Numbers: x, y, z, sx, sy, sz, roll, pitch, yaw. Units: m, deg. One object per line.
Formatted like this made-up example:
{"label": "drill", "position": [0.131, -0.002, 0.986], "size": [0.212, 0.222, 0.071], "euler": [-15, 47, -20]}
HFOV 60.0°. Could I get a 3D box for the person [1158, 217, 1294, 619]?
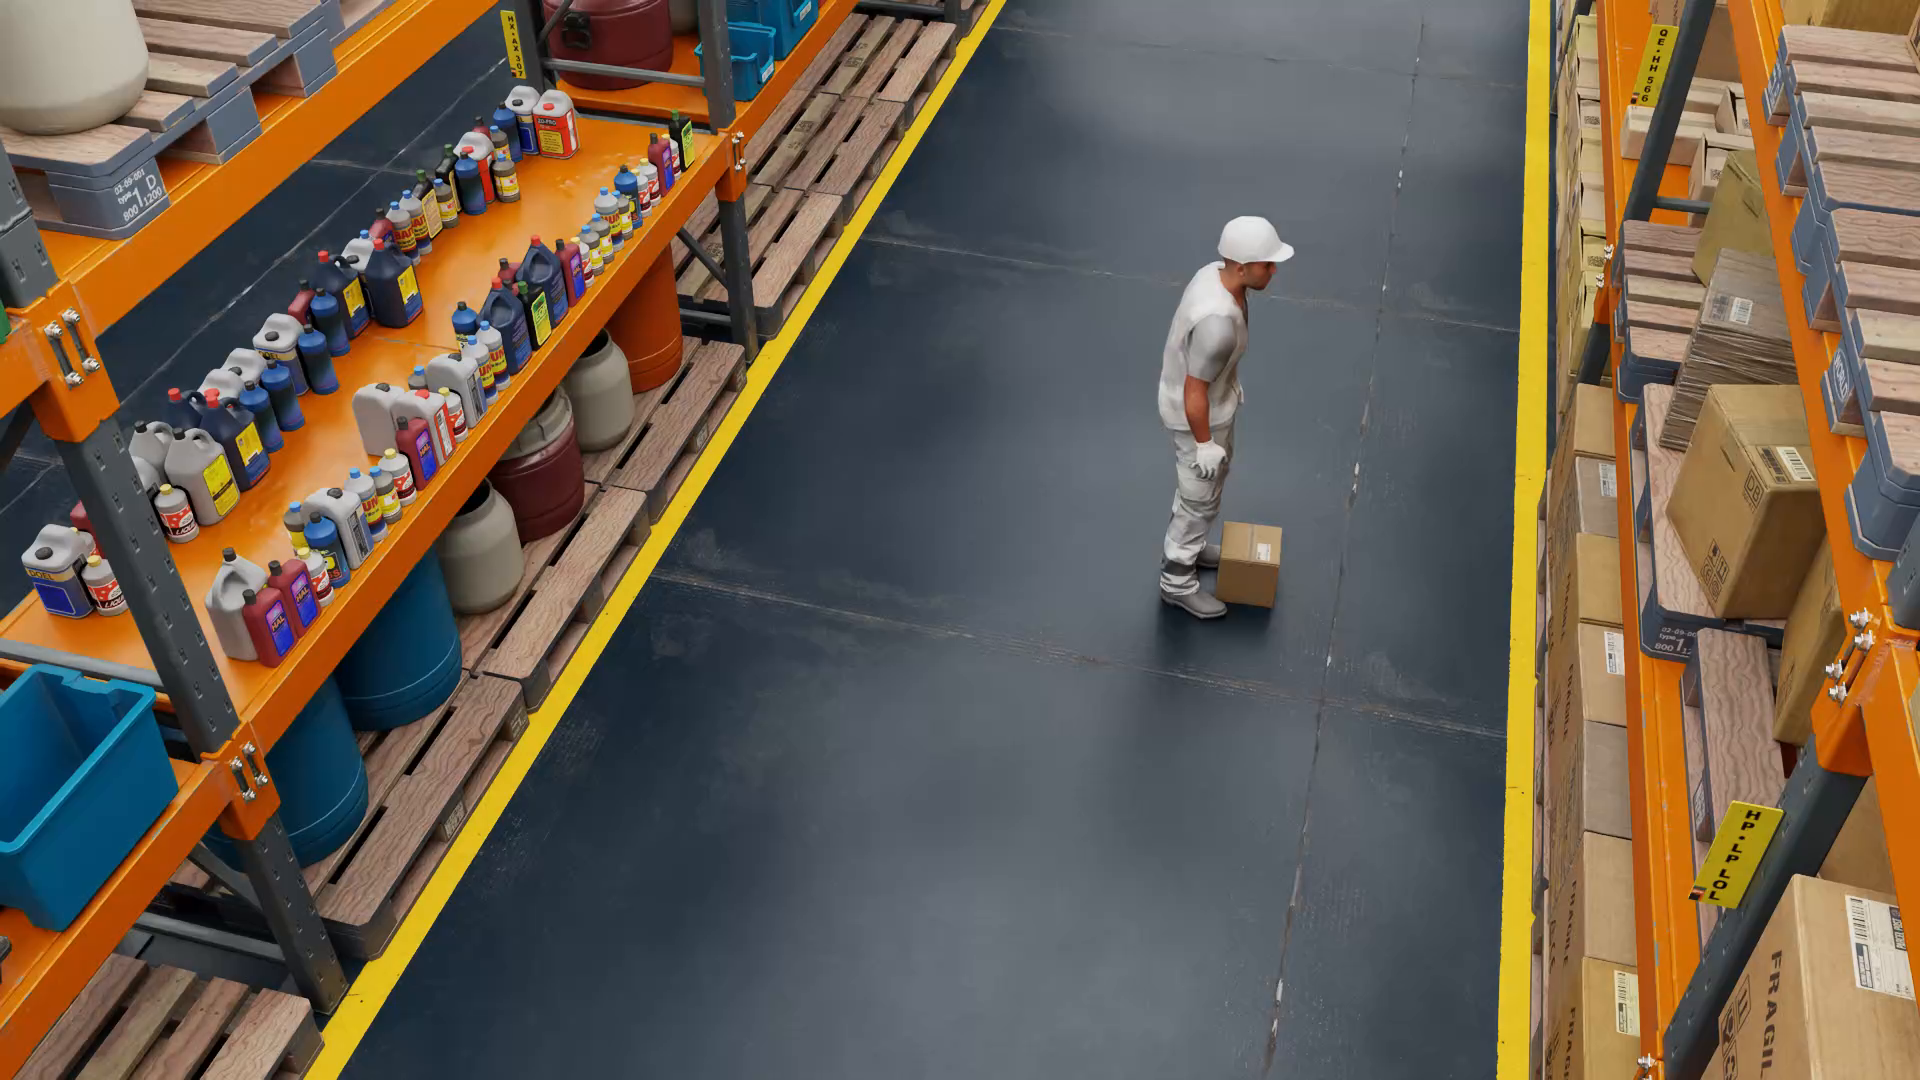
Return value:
{"label": "person", "position": [1.025, -0.511, 6.741], "size": [0.448, 1.780, 0.609], "euler": [10, 42, 12]}
